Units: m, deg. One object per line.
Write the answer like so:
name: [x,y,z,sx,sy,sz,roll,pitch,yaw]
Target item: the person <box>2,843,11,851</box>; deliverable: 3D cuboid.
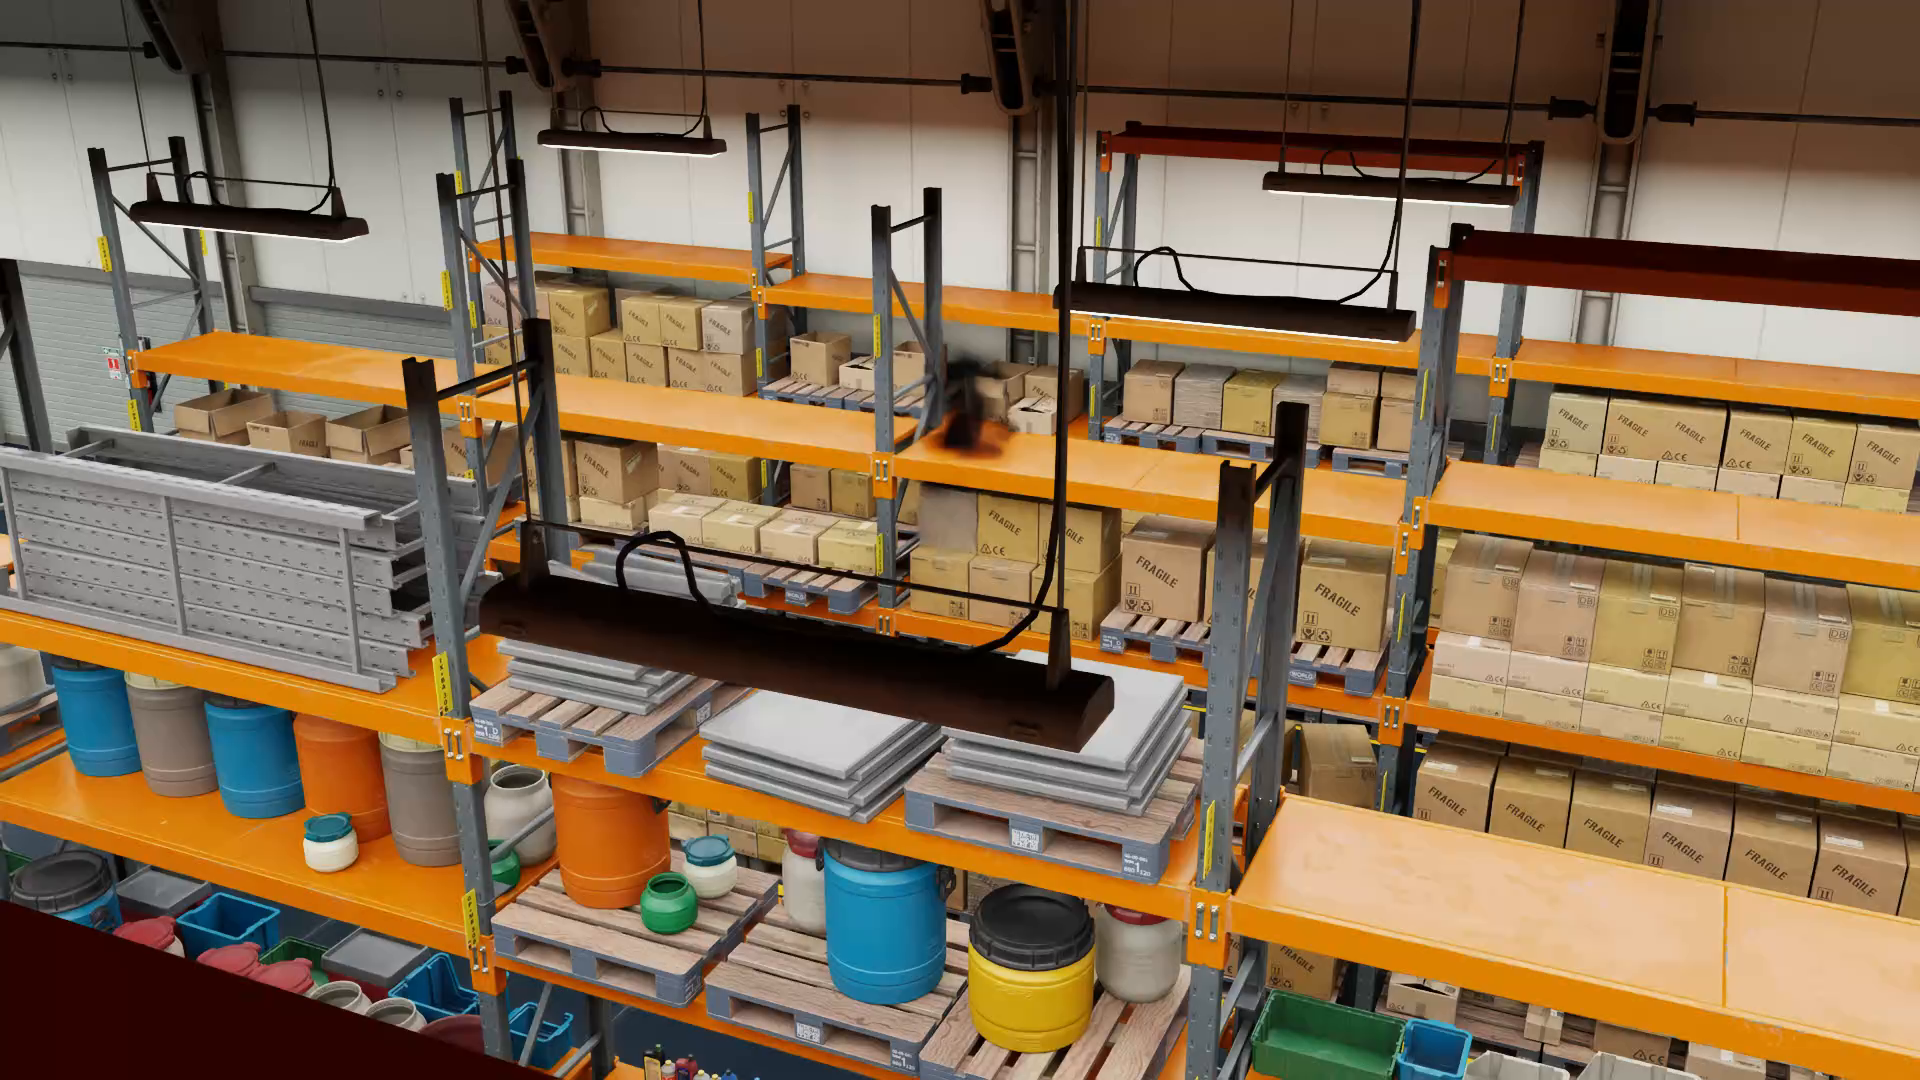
person: [-8.410,2.305,14.137,0.787,1.747,0.567,6,21,16]
